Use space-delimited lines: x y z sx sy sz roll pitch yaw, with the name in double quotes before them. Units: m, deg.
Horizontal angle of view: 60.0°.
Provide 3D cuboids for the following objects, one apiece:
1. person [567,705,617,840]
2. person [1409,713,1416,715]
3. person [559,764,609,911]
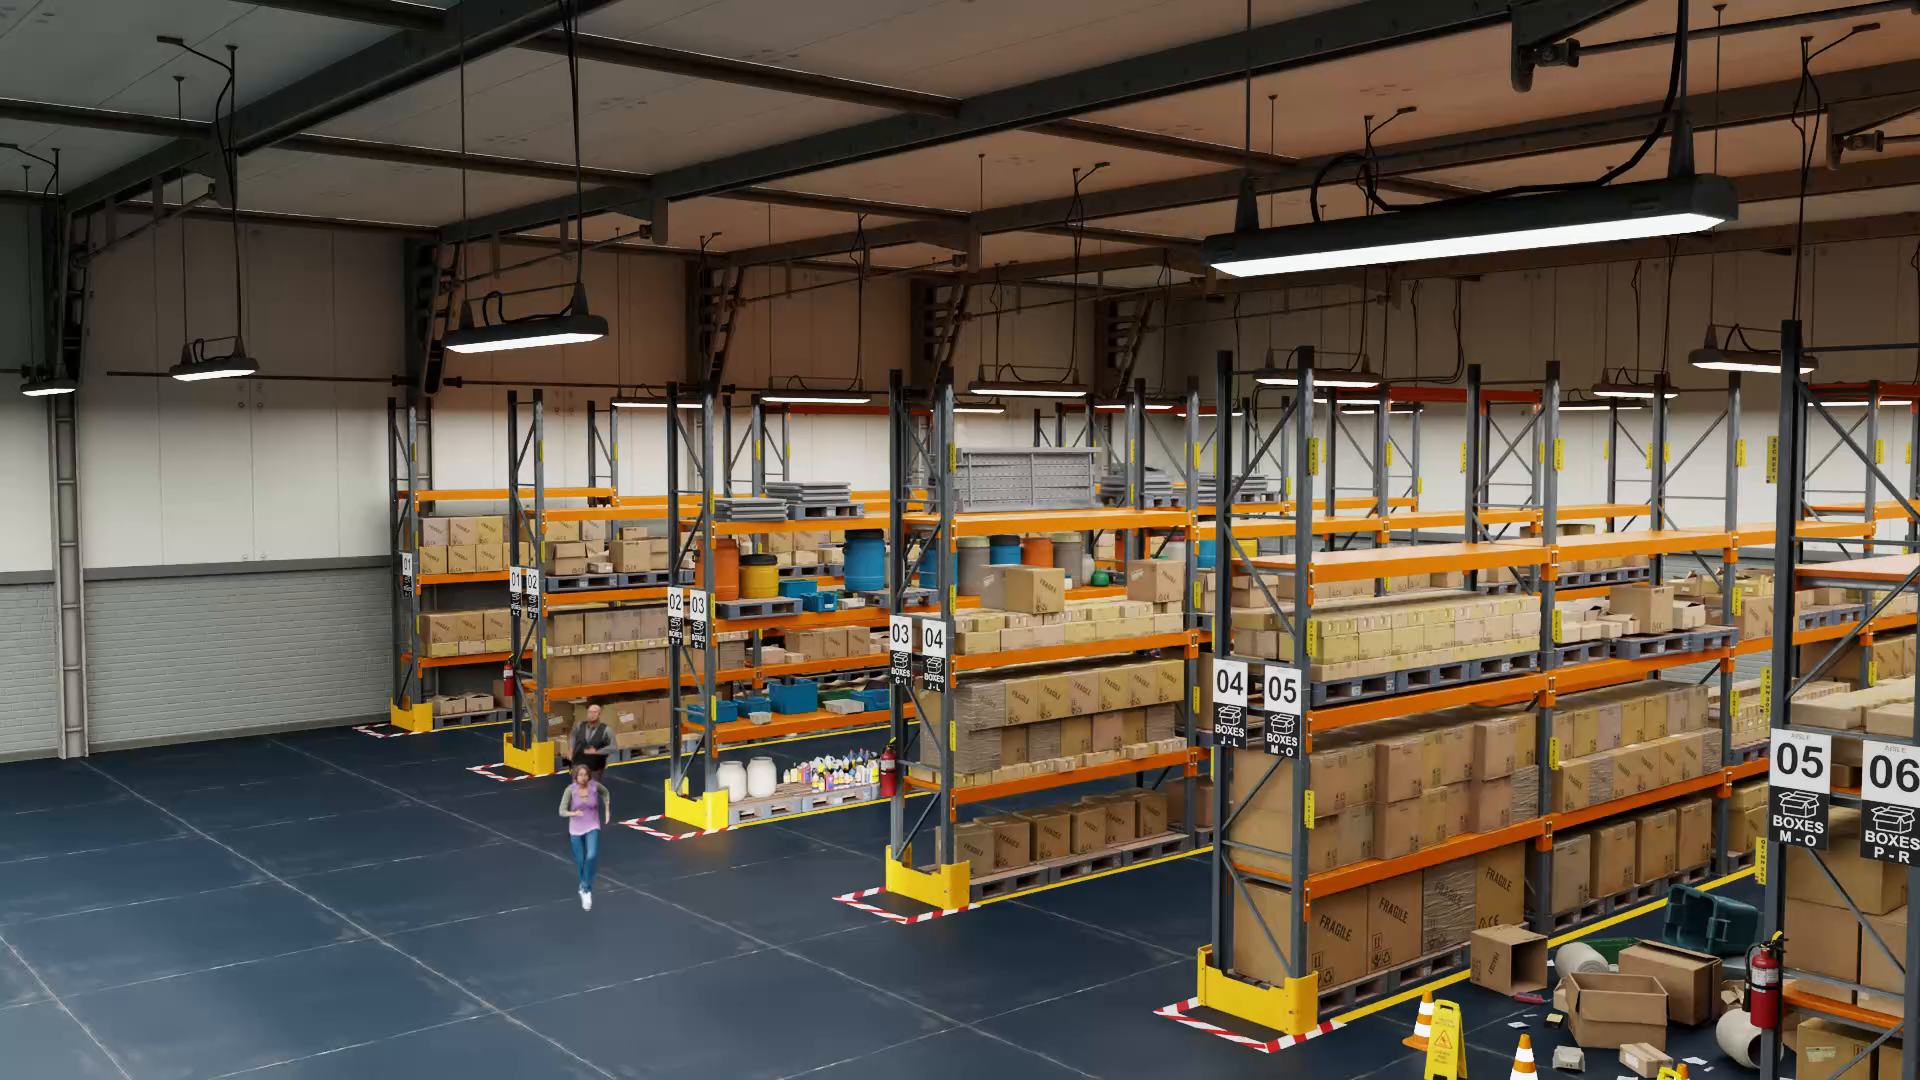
"person" -4.872 3.041 22.050 0.674 1.740 0.887 0 3 -1
"person" 5.907 3.057 21.694 0.865 1.725 0.620 -3 4 -38
"person" -4.201 3.282 18.616 0.560 1.616 0.789 -1 3 -15
